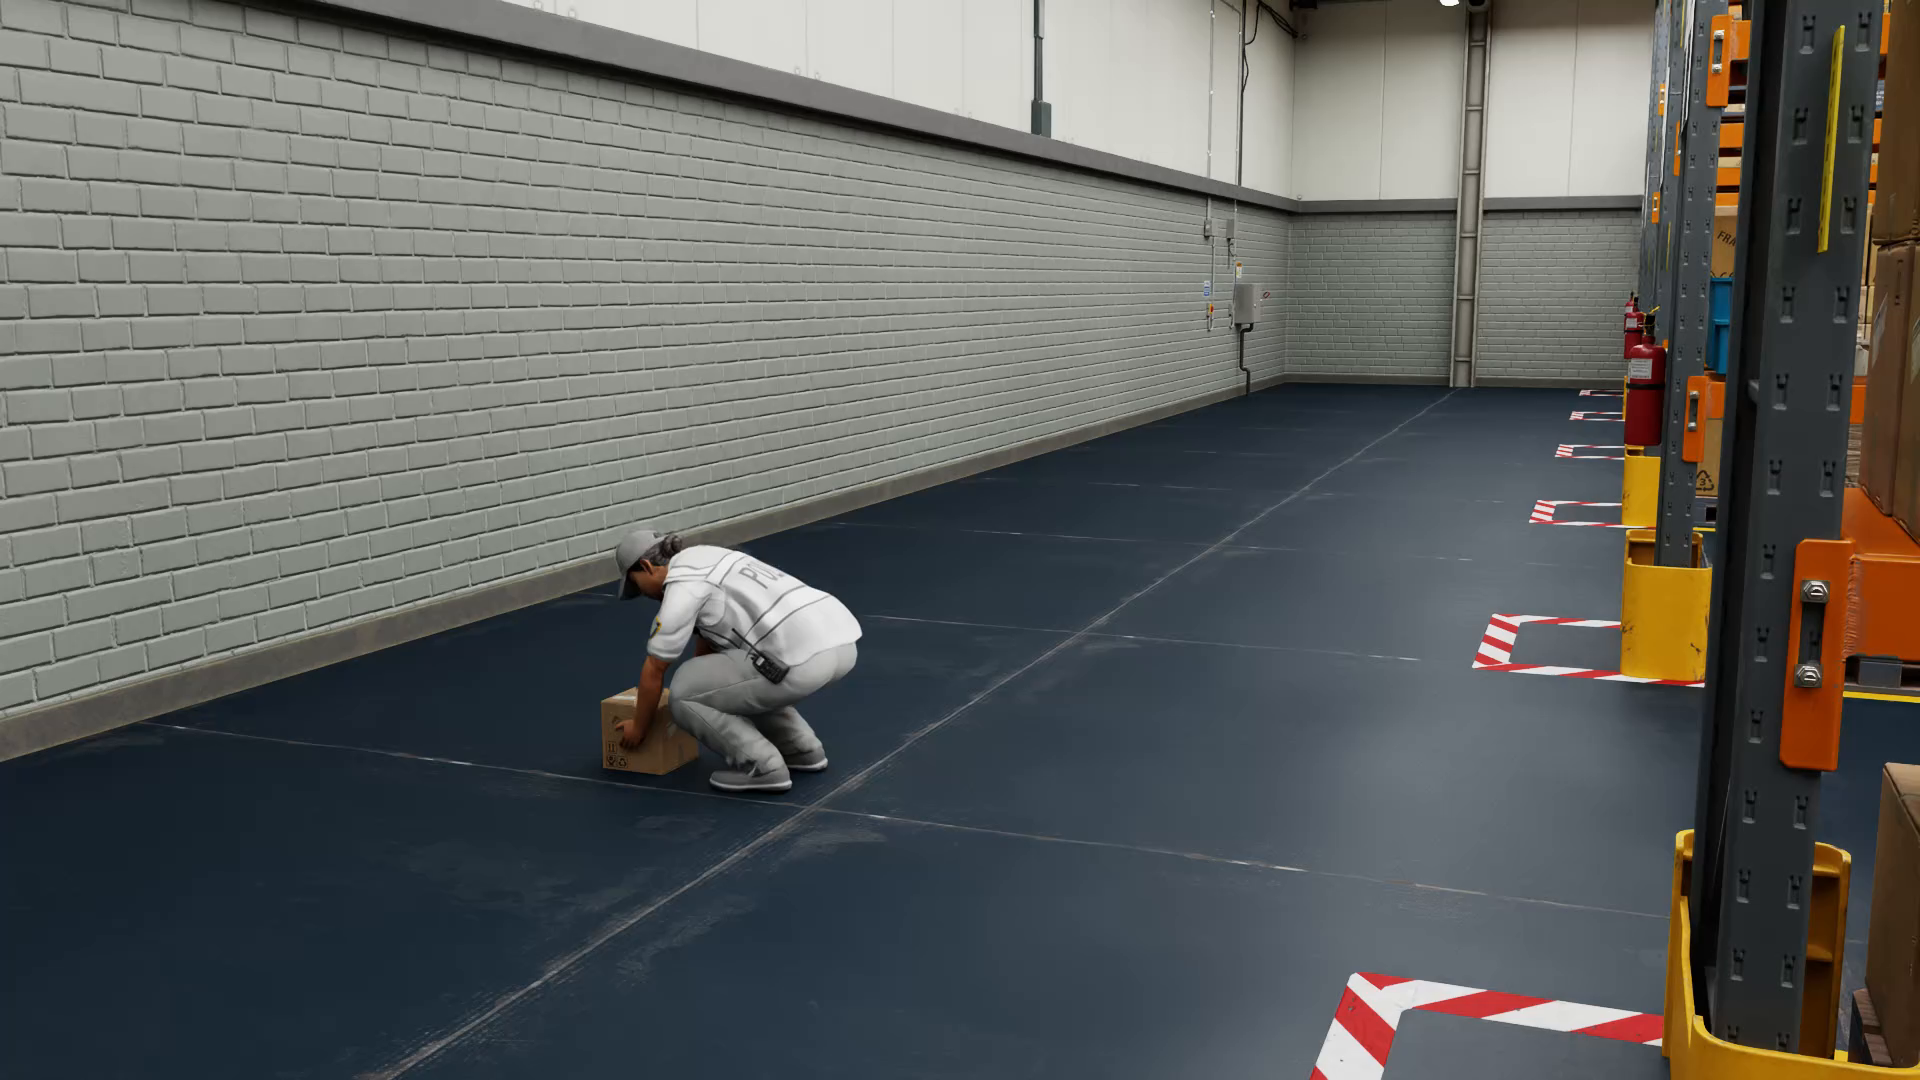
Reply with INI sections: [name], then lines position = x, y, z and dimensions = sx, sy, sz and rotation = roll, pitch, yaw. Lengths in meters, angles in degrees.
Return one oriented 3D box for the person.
[person]
position = -0.786, 0.408, 5.829
dimensions = 0.863, 0.874, 0.523
rotation = 3, 9, 21
